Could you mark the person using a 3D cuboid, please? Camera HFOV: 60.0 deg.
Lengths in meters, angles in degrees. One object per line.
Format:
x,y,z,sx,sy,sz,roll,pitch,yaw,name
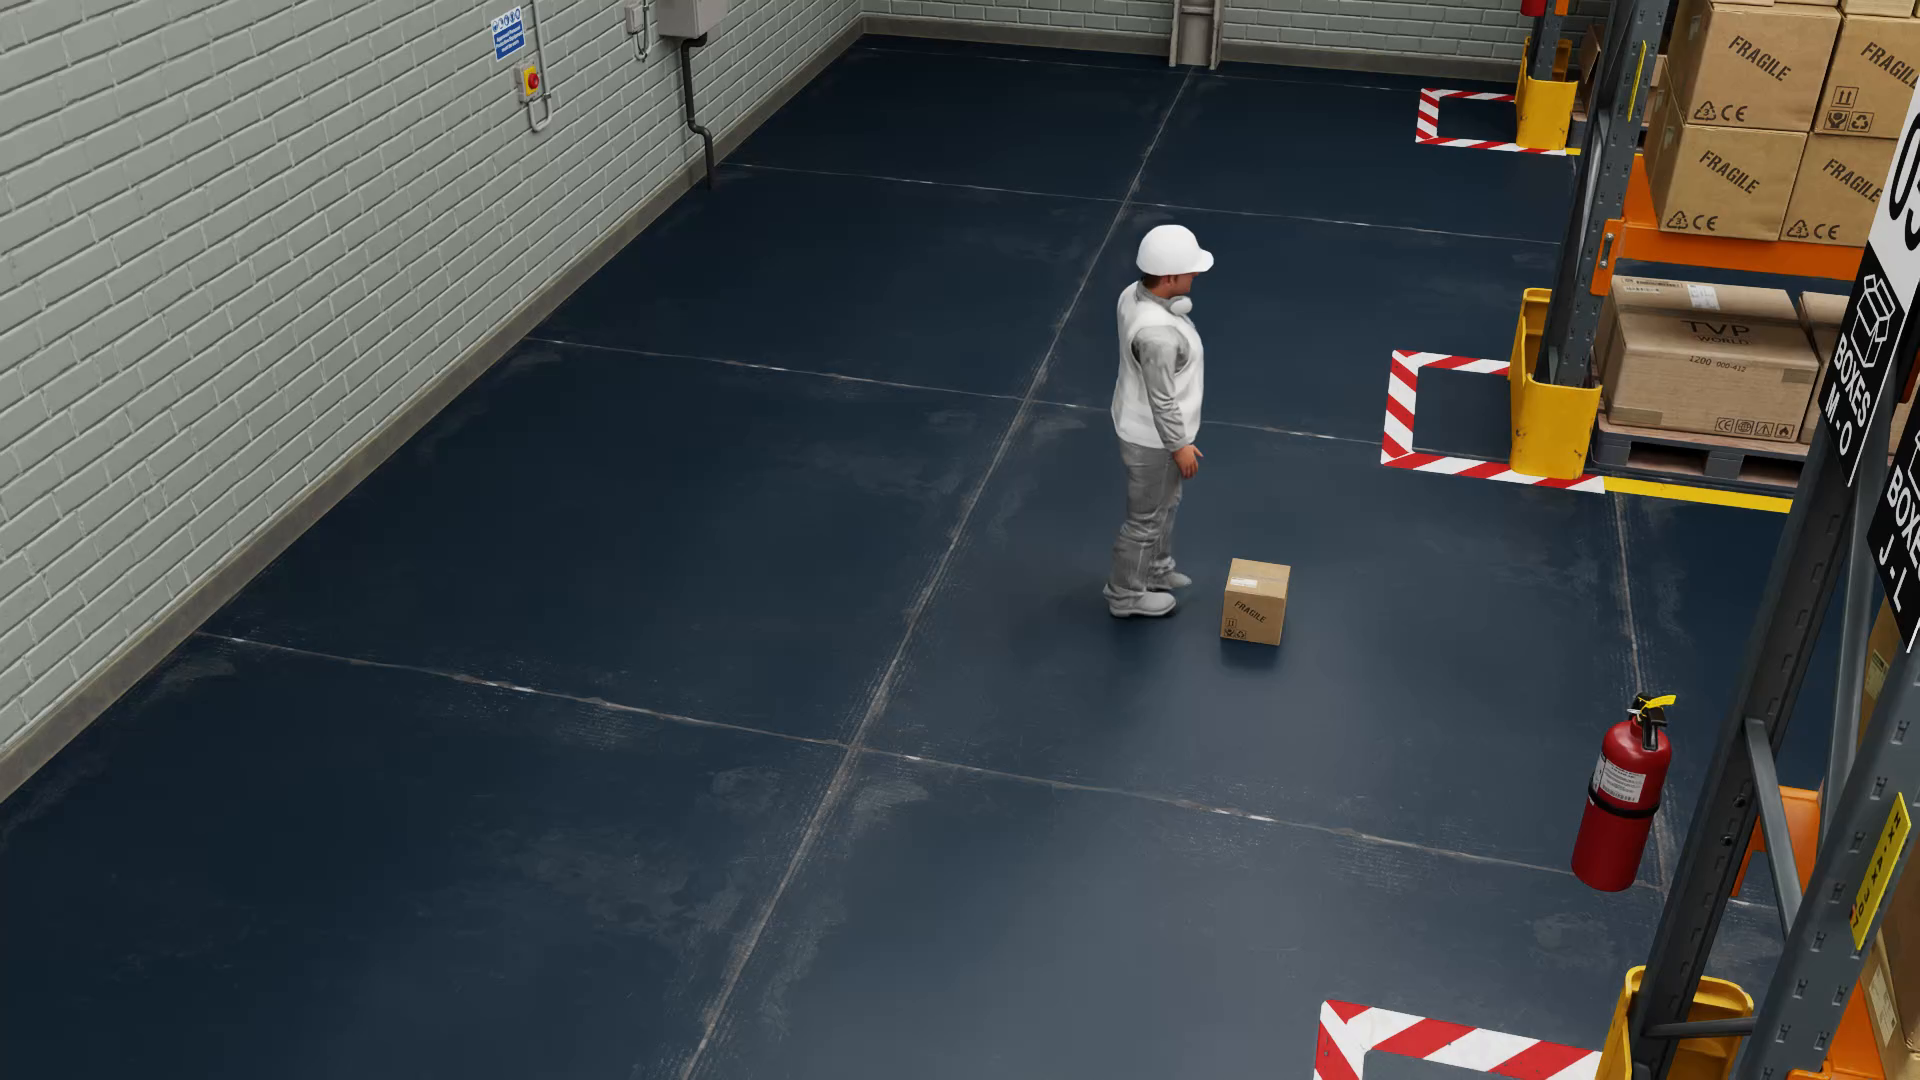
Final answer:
0.839,-0.439,6.830,0.447,1.834,0.558,-1,33,-1,person
